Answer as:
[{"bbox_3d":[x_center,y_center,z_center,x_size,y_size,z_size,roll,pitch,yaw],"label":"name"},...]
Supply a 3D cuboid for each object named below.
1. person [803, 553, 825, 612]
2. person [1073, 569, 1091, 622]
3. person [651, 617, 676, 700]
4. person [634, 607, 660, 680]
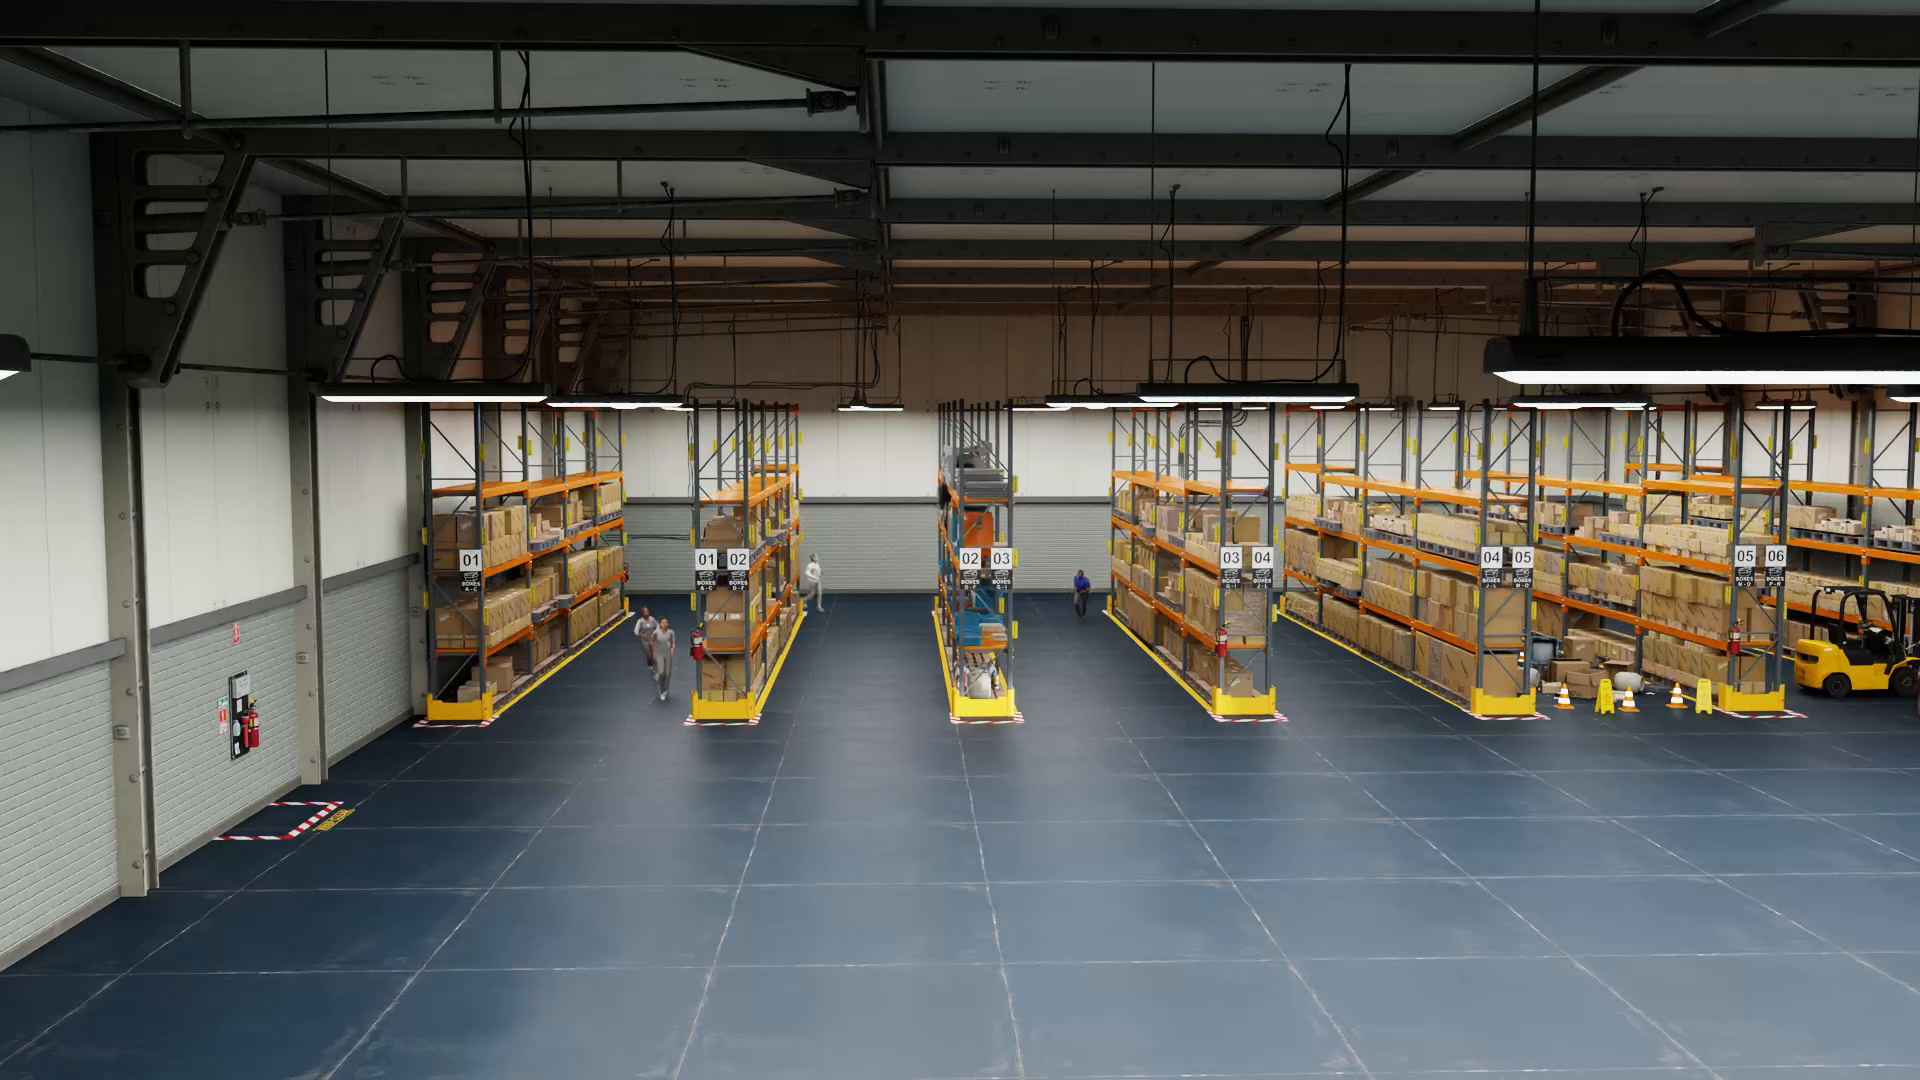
[{"bbox_3d":[-4.258,1.226,48.245,0.837,1.698,0.624,3,5,37],"label":"person"},{"bbox_3d":[3.370,1.494,45.708,0.581,1.453,1.062,1,5,18],"label":"person"},{"bbox_3d":[-5.947,2.369,33.405,0.472,1.682,0.785,-2,5,-21],"label":"person"},{"bbox_3d":[-6.767,2.228,36.030,0.576,1.560,0.734,-2,5,-20],"label":"person"}]
